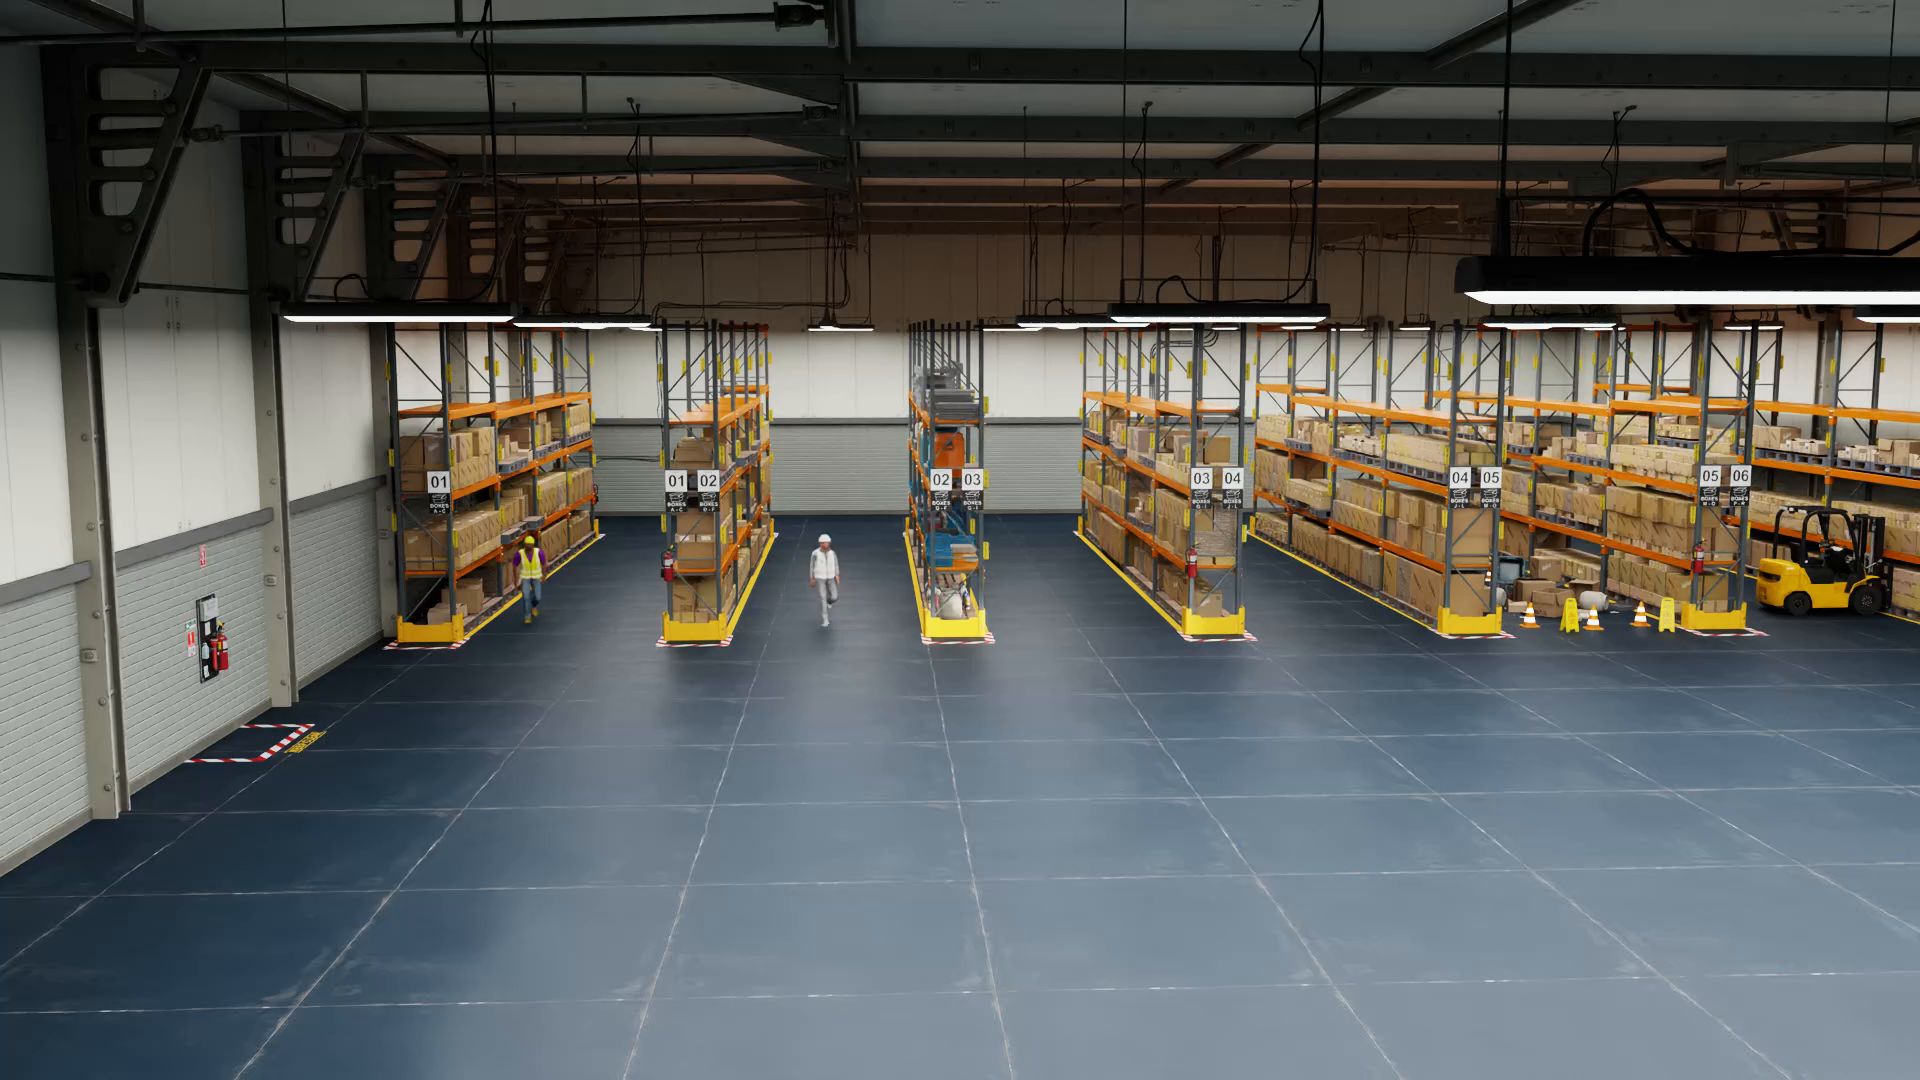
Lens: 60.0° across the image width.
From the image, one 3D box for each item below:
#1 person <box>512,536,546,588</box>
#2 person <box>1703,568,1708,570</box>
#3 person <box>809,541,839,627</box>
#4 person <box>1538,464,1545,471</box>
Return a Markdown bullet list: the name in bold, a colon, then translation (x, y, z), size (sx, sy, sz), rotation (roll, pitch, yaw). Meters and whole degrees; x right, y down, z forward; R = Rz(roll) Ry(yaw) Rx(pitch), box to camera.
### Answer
- **person**: translation (-8.571, 0.432, 33.096), size (0.658, 1.040, 0.438), rotation (-3, 7, -20)
- **person**: translation (16.220, 0.447, 36.383), size (0.531, 1.606, 0.694), rotation (-2, 7, -15)
- **person**: translation (-2.627, 0.818, 33.007), size (0.570, 1.705, 0.755), rotation (-3, 8, -26)
- **person**: translation (18.348, -1.646, 52.667), size (0.592, 1.710, 0.532), rotation (-3, 8, -20)
